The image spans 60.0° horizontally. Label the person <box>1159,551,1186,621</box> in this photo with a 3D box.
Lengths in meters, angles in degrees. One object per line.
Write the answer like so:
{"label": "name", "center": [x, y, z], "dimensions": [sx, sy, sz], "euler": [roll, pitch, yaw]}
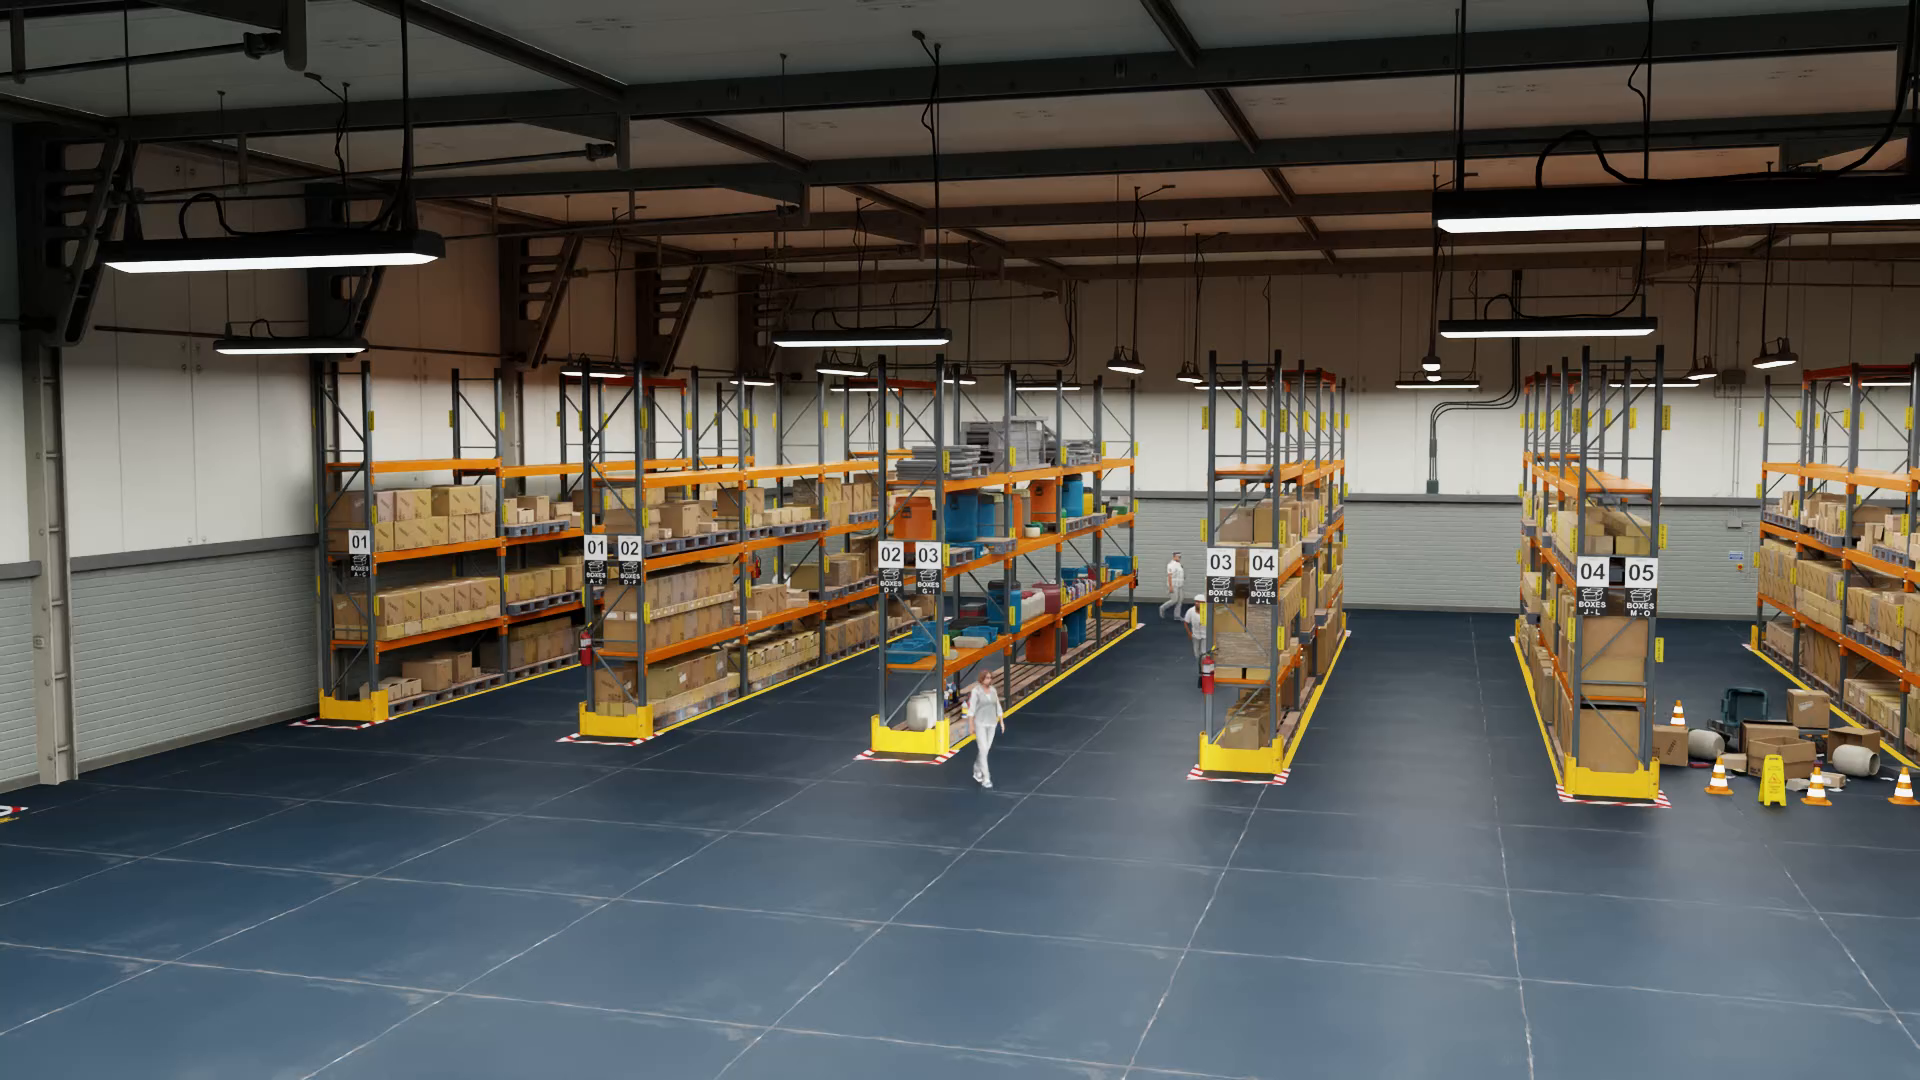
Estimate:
{"label": "person", "center": [5.339, 1.147, 41.604], "dimensions": [0.640, 1.740, 0.588], "euler": [3, 5, 34]}

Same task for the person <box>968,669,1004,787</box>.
{"label": "person", "center": [0.373, 2.572, 22.825], "dimensions": [0.488, 1.577, 0.789], "euler": [-3, 5, -34]}

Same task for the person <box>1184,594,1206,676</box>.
{"label": "person", "center": [4.718, 1.867, 32.231], "dimensions": [0.743, 1.670, 0.683], "euler": [2, 4, 25]}

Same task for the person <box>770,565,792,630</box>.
{"label": "person", "center": [-4.235, 1.365, 39.130], "dimensions": [0.544, 1.612, 1.046], "euler": [1, 4, 11]}

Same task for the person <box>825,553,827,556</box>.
{"label": "person", "center": [-3.501, 1.124, 42.774], "dimensions": [0.503, 1.609, 1.058], "euler": [1, 4, 14]}
